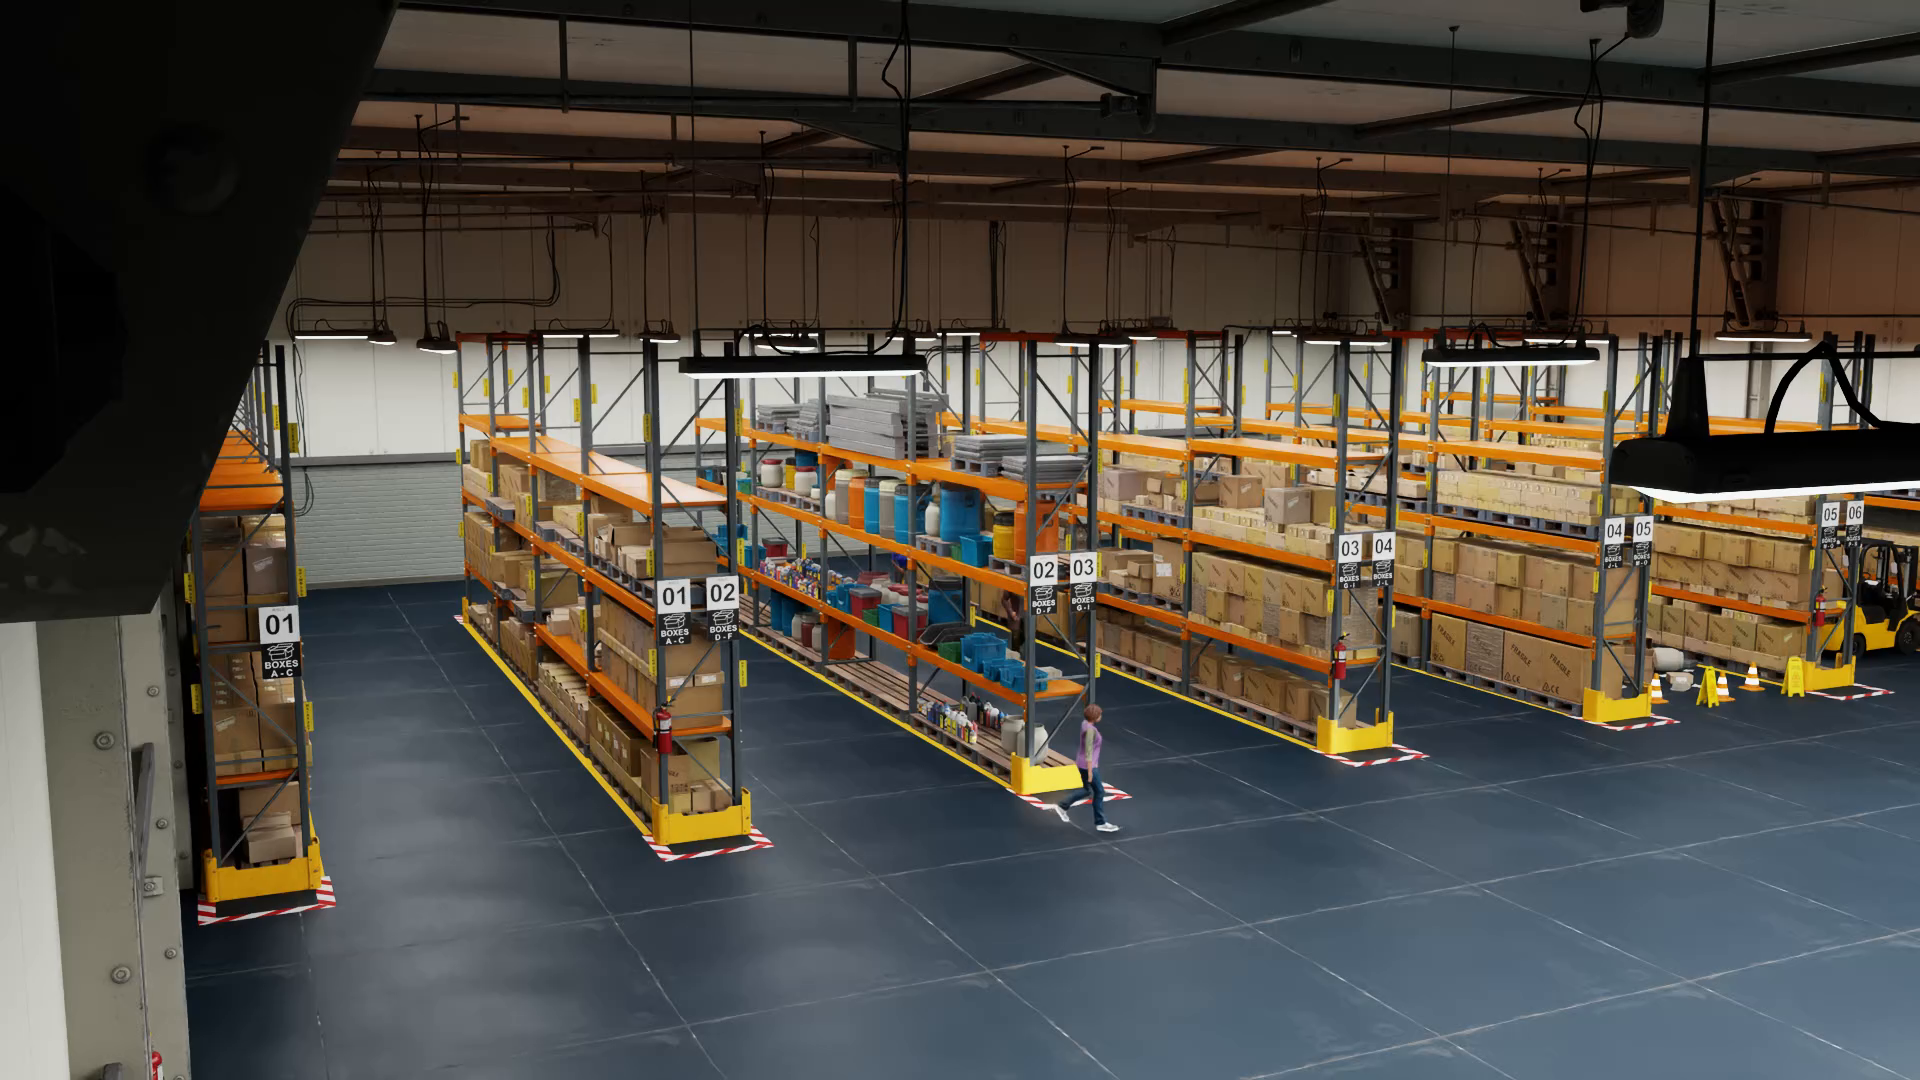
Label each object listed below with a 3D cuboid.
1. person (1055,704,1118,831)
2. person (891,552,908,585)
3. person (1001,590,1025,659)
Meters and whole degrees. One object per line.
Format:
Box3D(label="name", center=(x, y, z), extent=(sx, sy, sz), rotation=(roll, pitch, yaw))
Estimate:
Box3D(label="person", center=(1.558, 2.790, 20.522), extent=(0.779, 1.566, 0.455), rotation=(0, 8, -1))
Box3D(label="person", center=(-1.225, 0.681, 36.225), extent=(0.607, 1.567, 0.736), rotation=(-2, 8, -14))
Box3D(label="person", center=(1.099, 1.380, 30.654), extent=(0.751, 1.687, 0.642), rotation=(-2, 8, -15))
